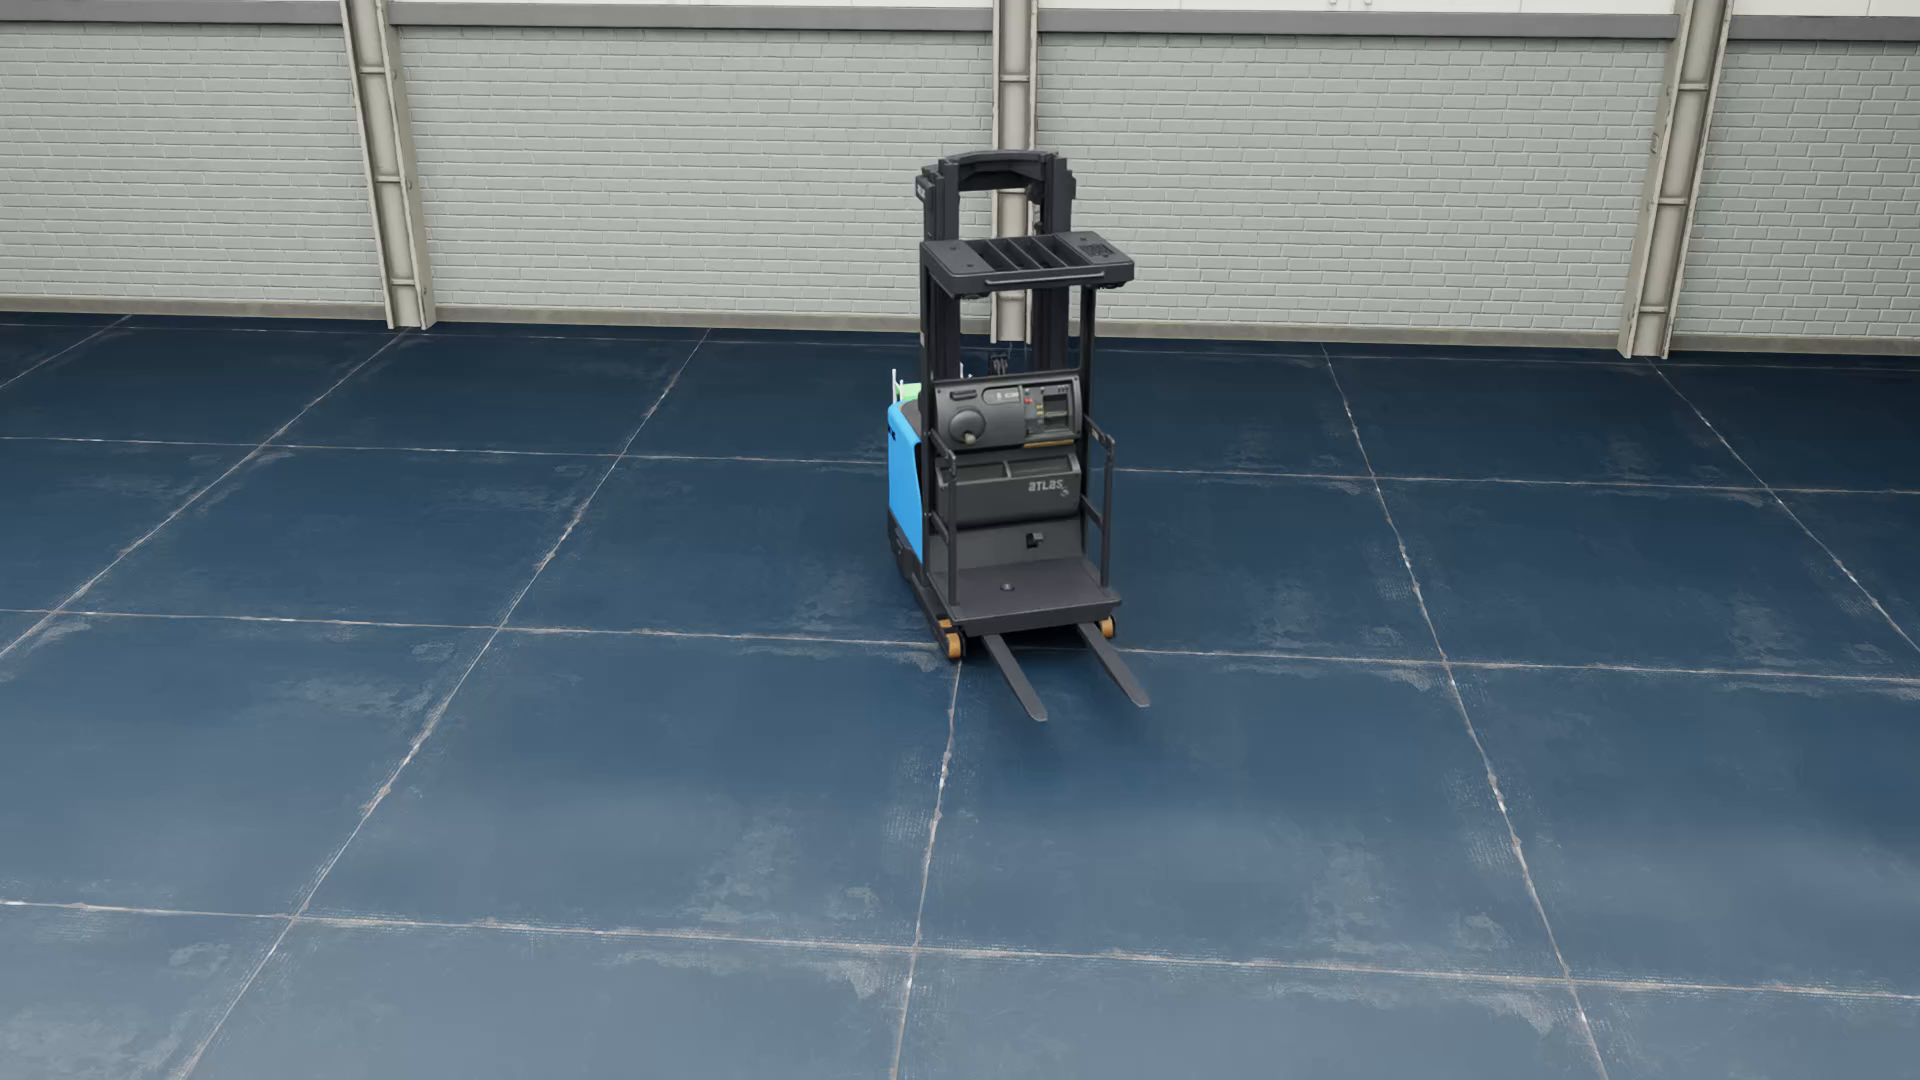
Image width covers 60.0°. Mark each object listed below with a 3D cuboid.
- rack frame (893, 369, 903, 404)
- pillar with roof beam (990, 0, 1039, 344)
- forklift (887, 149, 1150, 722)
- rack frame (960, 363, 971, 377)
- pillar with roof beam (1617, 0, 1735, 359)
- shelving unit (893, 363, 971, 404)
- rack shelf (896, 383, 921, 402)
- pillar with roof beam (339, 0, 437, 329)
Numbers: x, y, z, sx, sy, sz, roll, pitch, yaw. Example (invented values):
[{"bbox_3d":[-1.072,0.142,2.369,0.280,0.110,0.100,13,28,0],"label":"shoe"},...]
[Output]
[{"bbox_3d":[-0.435,-0.609,11.849,0.015,1.200,0.240,-7,26,-14],"label":"rack frame"},{"bbox_3d":[0.173,-4.262,10.459,0.400,9.000,9.100,2,25,4],"label":"pillar with roof beam"},{"bbox_3d":[0.361,-0.767,10.122,1.130,2.935,3.031,-6,25,-14],"label":"forklift"},{"bbox_3d":[0.036,-0.663,11.967,0.015,1.200,0.240,-7,26,-14],"label":"rack frame"},{"bbox_3d":[6.156,-4.070,10.041,0.400,9.000,9.100,2,25,4],"label":"pillar with roof beam"},{"bbox_3d":[-0.200,-0.636,11.908,0.503,1.200,0.258,-7,26,-14],"label":"shelving unit"},{"bbox_3d":[-0.200,-1.014,11.734,0.480,0.148,0.258,-7,26,-14],"label":"rack shelf"},{"bbox_3d":[-5.809,-4.454,10.876,0.400,9.000,9.100,2,25,4],"label":"pillar with roof beam"}]
